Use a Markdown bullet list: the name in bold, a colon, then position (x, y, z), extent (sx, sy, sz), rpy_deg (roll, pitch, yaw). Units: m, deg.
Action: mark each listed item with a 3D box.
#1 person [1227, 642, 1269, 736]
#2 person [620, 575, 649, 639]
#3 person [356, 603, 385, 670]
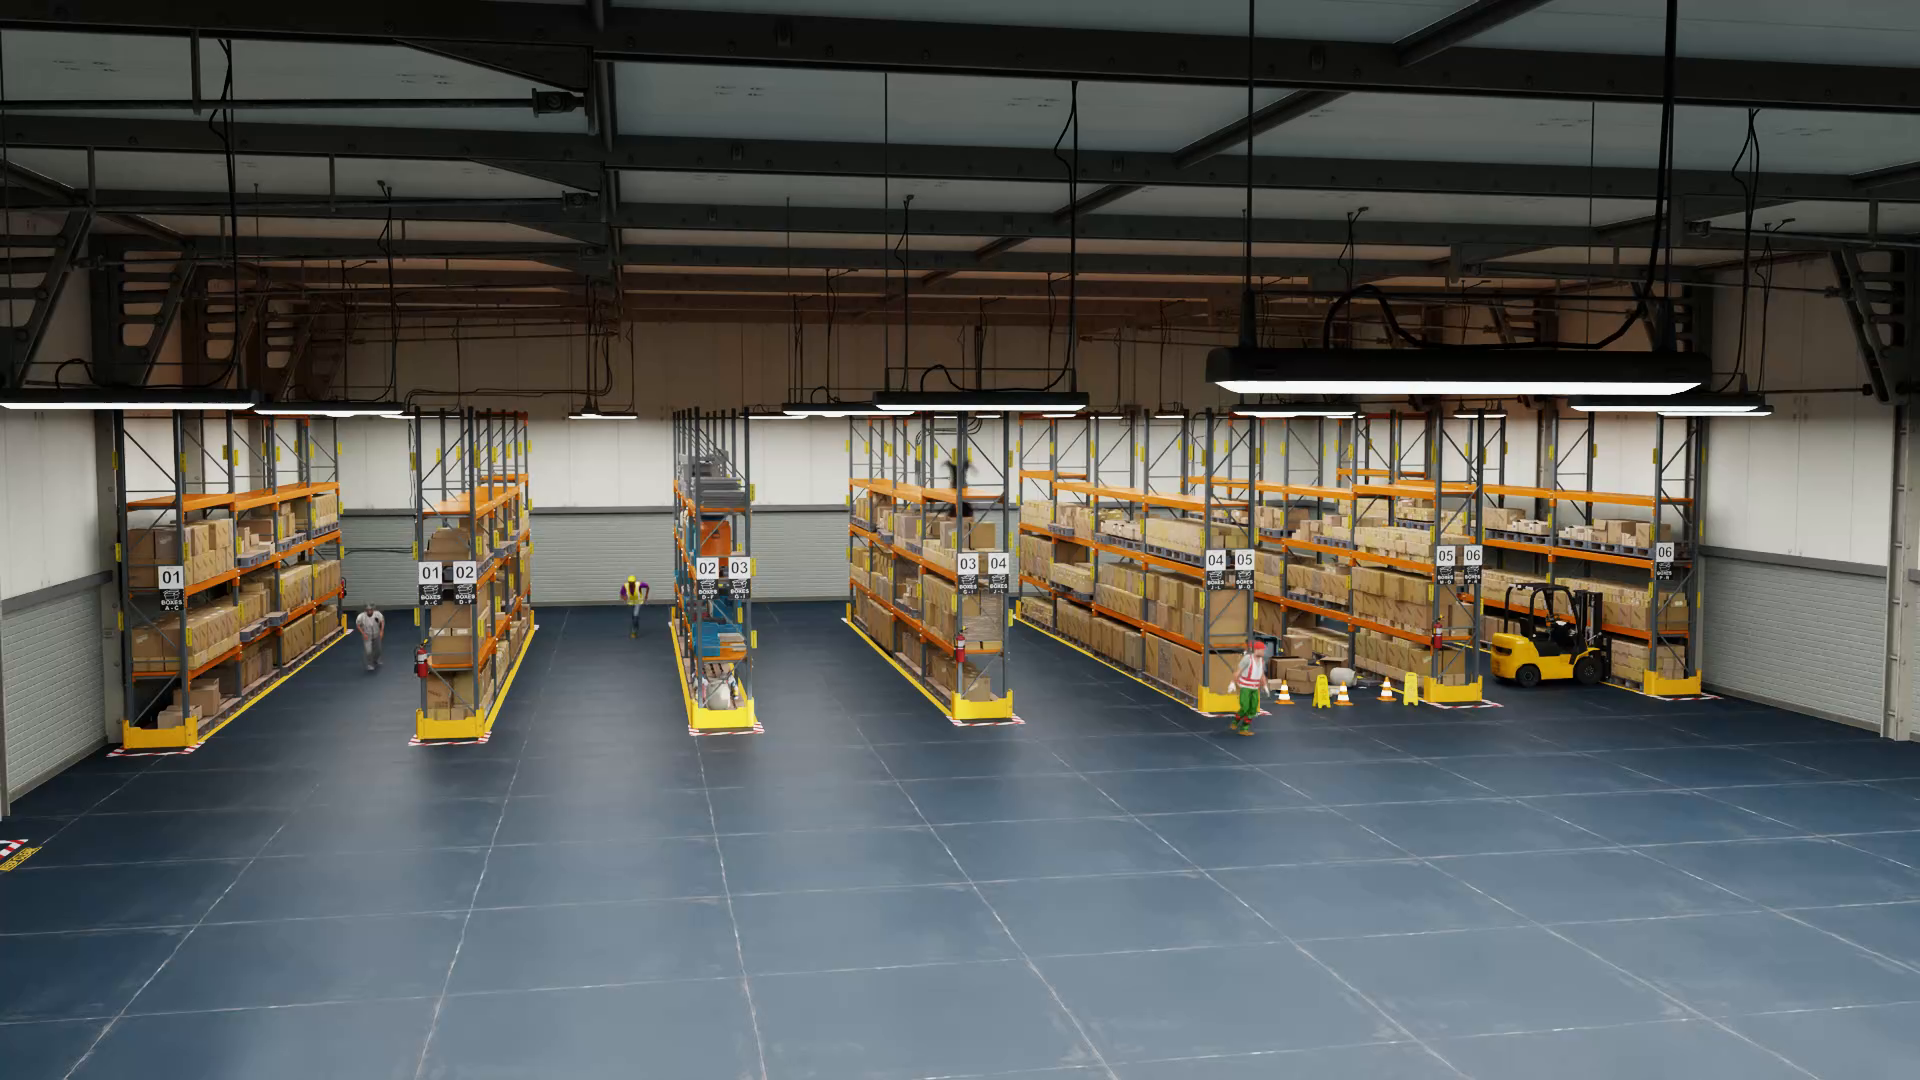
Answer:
- **person**: position (5.259, 2.702, 30.264), extent (0.721, 1.736, 0.629), rpy_deg (-3, 5, -35)
- **person**: position (-8.663, 1.707, 44.311), extent (0.744, 1.604, 1.015), rpy_deg (0, 4, -1)
- **person**: position (-13.575, 2.207, 38.320), extent (0.687, 1.590, 0.912), rpy_deg (-3, 5, -34)
